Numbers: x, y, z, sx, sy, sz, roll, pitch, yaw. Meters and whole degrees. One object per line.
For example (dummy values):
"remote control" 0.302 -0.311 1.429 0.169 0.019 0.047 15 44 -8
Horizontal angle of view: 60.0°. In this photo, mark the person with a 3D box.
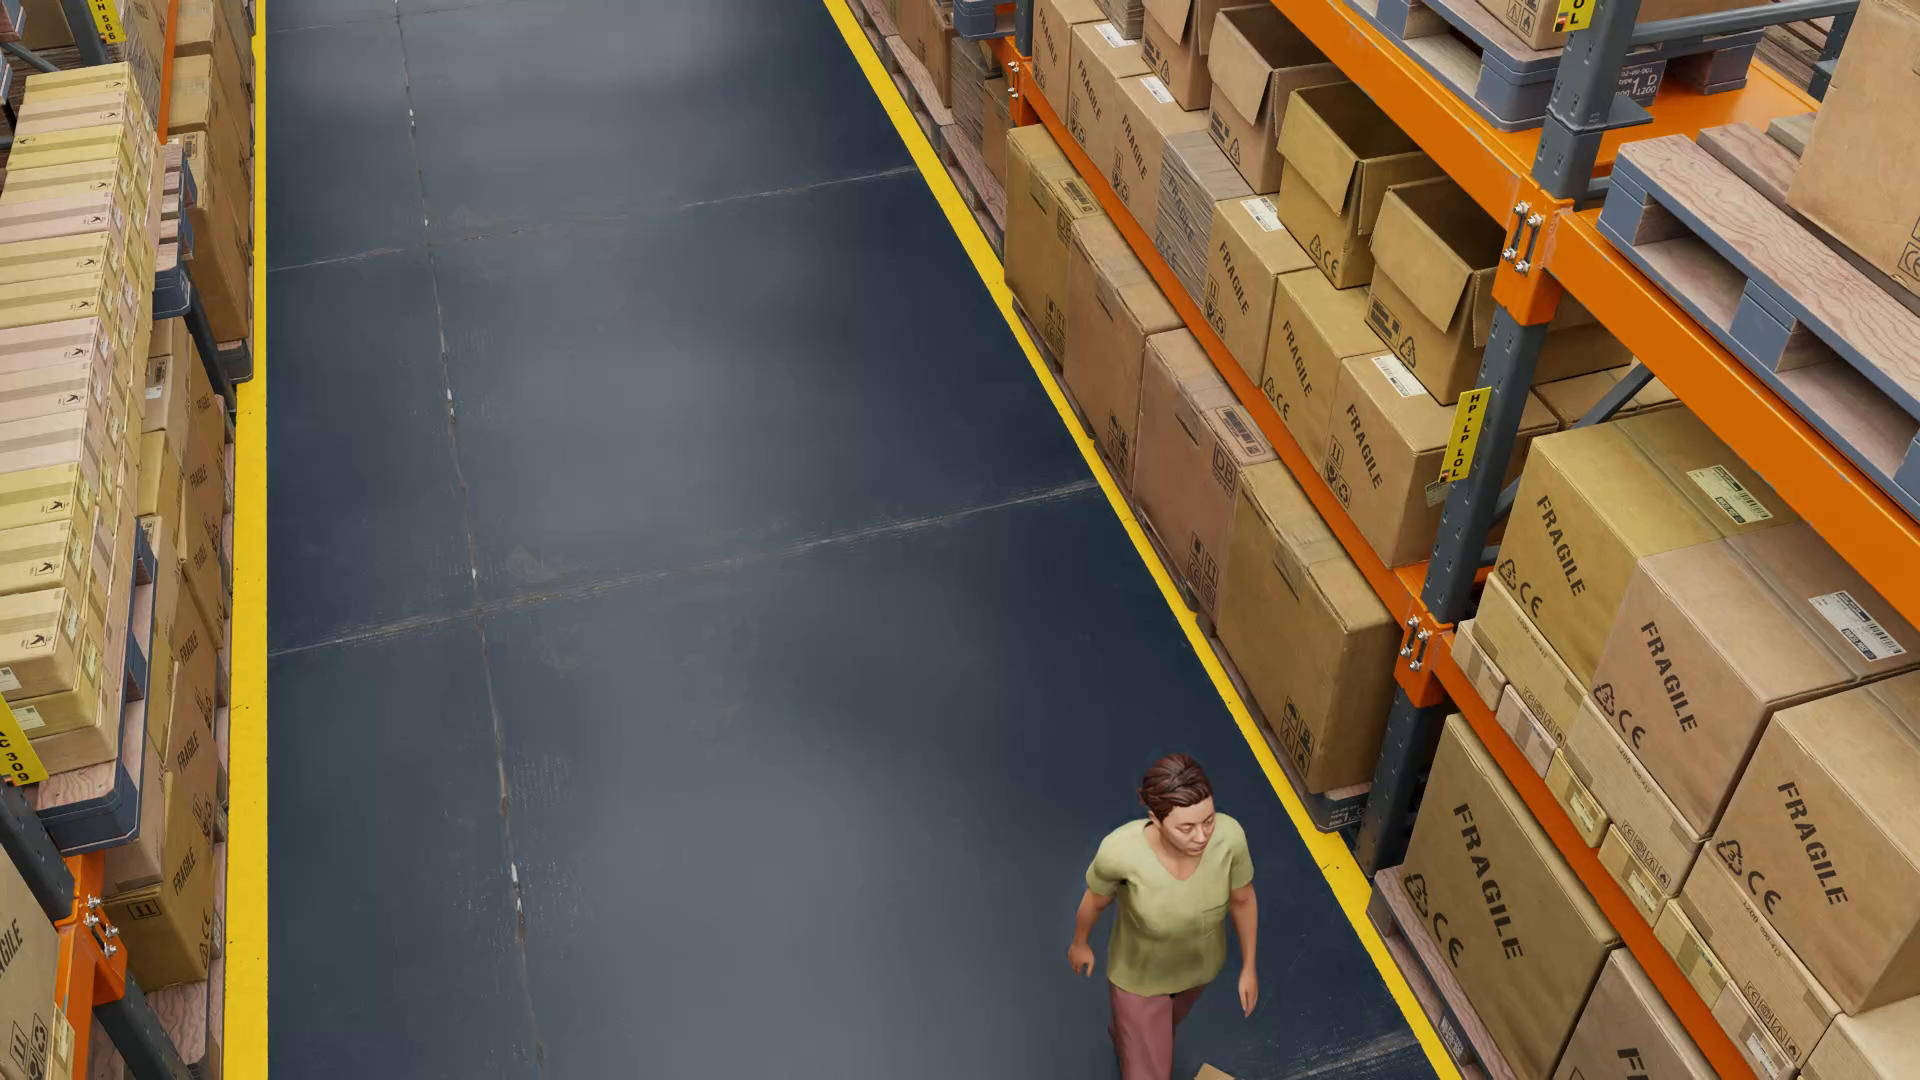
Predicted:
"person" 0.610 1.275 4.781 0.490 1.712 0.693 -12 44 -13
